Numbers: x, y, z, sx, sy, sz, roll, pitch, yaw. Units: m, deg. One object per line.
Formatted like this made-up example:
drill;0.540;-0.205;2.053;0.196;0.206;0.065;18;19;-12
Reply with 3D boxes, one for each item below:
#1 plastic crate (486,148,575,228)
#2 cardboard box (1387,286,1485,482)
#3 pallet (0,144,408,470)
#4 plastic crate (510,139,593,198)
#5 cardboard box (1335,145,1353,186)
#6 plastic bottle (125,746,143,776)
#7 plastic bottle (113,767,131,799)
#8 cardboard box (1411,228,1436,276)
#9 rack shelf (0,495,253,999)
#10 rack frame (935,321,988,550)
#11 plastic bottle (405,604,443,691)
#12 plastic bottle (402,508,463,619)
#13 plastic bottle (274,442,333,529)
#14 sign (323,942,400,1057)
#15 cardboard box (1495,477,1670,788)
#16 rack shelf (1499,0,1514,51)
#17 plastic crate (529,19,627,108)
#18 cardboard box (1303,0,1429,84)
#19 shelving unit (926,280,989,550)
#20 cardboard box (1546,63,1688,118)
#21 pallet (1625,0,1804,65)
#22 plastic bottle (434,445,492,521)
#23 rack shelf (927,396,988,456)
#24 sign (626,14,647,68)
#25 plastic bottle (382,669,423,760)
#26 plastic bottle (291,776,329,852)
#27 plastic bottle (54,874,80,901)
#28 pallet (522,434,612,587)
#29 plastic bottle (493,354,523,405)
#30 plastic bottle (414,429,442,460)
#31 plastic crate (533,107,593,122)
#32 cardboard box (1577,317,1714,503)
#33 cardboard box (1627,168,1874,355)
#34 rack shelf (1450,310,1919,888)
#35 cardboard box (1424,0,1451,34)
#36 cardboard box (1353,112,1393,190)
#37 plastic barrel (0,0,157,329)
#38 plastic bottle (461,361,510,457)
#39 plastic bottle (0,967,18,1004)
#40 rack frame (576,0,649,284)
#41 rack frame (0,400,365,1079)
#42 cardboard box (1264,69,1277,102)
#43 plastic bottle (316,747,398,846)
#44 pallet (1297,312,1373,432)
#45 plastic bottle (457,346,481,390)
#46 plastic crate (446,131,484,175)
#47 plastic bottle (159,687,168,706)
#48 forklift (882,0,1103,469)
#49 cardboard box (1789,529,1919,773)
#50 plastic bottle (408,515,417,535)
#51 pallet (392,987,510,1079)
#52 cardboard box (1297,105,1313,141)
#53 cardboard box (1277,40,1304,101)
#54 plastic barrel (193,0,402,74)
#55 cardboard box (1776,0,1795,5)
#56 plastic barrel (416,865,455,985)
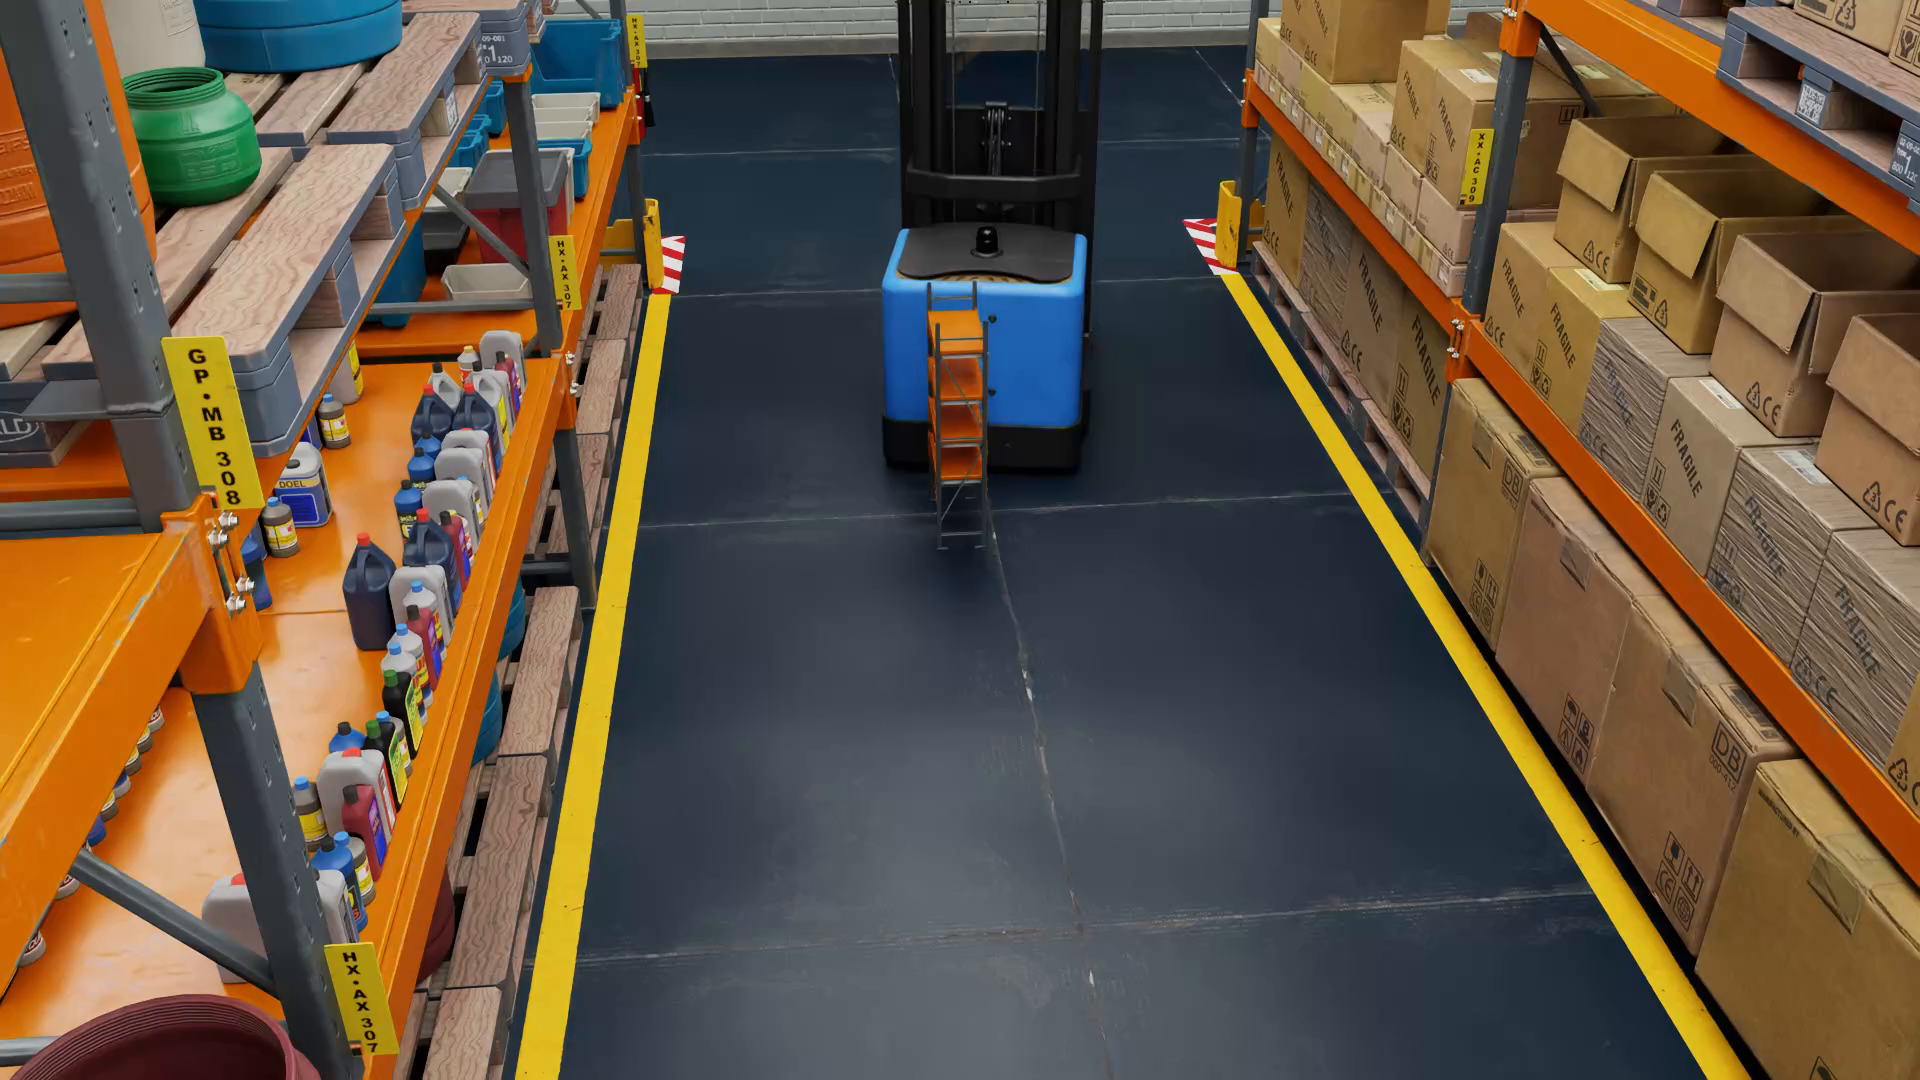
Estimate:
plastic crate;-2.148;-1.728;8.275;0.437;0.282;0.530;-3;31;-5
cardboard box;2.760;-0.811;8.345;0.875;0.875;0.875;-3;31;-5
pallet;-1.789;-0.524;3.462;1.003;0.211;1.213;-3;31;-5
plastic crate;-2.116;-1.925;8.652;0.416;0.233;0.300;-3;31;-5
cardboard box;2.245;-2.020;8.952;0.380;0.149;0.250;-2;31;-4
plastic bottle;-2.337;0.551;4.597;0.097;0.201;0.097;0;31;0
plastic bottle;-2.328;0.570;4.496;0.097;0.271;0.097;0;31;0
cardboard box;2.363;-1.366;7.856;0.380;0.149;0.250;-2;31;-4
rack shelf;-1.628;1.120;1.227;1.077;0.370;4.000;-3;31;-5
rack frame;0.007;-0.475;7.875;0.240;1.200;0.015;-3;31;-5
plastic bottle;-1.596;0.299;4.938;0.061;0.283;0.133;-3;31;-5
plastic bottle;-1.674;0.072;5.252;0.144;0.351;0.185;-3;31;-5
plastic bottle;-2.287;-0.191;5.766;0.152;0.276;0.135;-3;31;-5
sign;-1.268;0.978;3.529;0.100;0.325;0.005;-3;31;-5
cardboard box;2.906;0.312;6.465;1.225;0.875;0.875;-4;31;-6
rack shelf;2.555;-3.202;8.462;1.077;0.370;4.000;-3;31;-5
plastic crate;-2.345;-2.886;10.063;0.616;0.435;0.499;-3;31;-5
cardboard box;2.246;-2.852;9.224;0.500;0.500;0.500;-4;31;-6
shelving unit;-0.015;-0.600;8.084;0.258;1.200;0.503;-3;31;-5
cardboard box;2.952;-1.844;7.537;0.500;0.500;0.500;-3;31;-5
pallet;2.877;-1.942;5.837;0.805;0.209;1.217;-4;31;-7
plastic bottle;-1.737;-0.213;5.802;0.152;0.276;0.135;-3;31;-5
rack shelf;-0.015;-0.542;8.118;0.258;0.148;0.480;-3;31;-5
sign;-2.017;-3.112;10.375;0.100;0.325;0.005;-3;31;-5
plastic bottle;-1.566;0.467;4.657;0.061;0.283;0.133;-3;31;-5
plastic bottle;-1.700;0.706;4.337;0.097;0.201;0.097;0;31;0
plastic bottle;-2.292;0.799;4.181;0.097;0.201;0.097;0;31;0
pallet;-2.296;-0.141;8.280;1.003;0.211;1.213;-3;31;-5
plastic bottle;-1.792;-0.636;6.583;0.097;0.201;0.097;0;31;0
plastic bottle;-1.872;-0.264;5.893;0.097;0.271;0.097;0;31;0
plastic crate;-2.294;-2.363;9.480;0.396;0.136;0.243;-3;31;-5
cardboard box;2.631;-0.486;6.041;0.500;0.500;0.500;-3;31;-6
cardboard box;2.863;-0.999;5.921;0.797;0.503;0.637;-2;31;-4
rack shelf;2.929;0.128;5.812;1.077;0.370;4.000;-3;31;-5
cardboard box;2.676;-3.393;10.131;0.500;0.500;0.500;-2;31;-4
cardboard box;2.341;-2.003;8.534;0.500;0.250;0.500;-2;31;-4
plastic barrel;-1.865;-0.865;3.019;0.600;0.830;0.708;-3;31;-5
plastic bottle;-1.777;-0.490;6.193;0.144;0.351;0.185;-3;31;-5
plastic bottle;-2.278;0.942;3.862;0.061;0.283;0.133;-3;31;-5
rack frame;-2.563;-3.007;10.359;1.000;3.000;0.127;-3;31;-5
rack frame;-1.815;1.078;3.521;1.000;3.000;0.127;-3;31;-5
cardboard box;2.099;-2.808;10.272;0.380;0.149;0.250;-3;31;-5
plastic bottle;-1.577;0.658;4.344;0.152;0.276;0.135;-3;31;-5
pallet;2.632;-1.021;9.754;1.003;0.211;1.213;-3;31;-5
plastic bottle;-1.953;-0.678;6.654;0.097;0.201;0.097;0;31;0
plastic crate;-2.716;-1.993;8.767;0.416;0.233;0.300;-3;31;-5
plastic bottle;-2.385;0.358;4.839;0.061;0.283;0.133;-3;31;-5
forklift;0.236;-2.364;9.349;1.130;2.935;3.031;3;31;4
cardboard box;2.782;0.302;4.721;0.500;0.500;0.500;-3;31;-5
plastic bottle;-1.725;0.036;5.390;0.097;0.271;0.097;0;31;0
pallet;-1.930;1.874;4.906;1.003;0.211;1.213;-3;31;-5
cardboard box;2.171;-2.415;9.613;0.380;0.149;0.250;-3;31;-6
cardboard box;2.200;-2.784;9.843;0.500;0.250;0.500;-3;31;-5
plastic barrel;-1.877;-1.784;4.488;0.600;0.901;0.708;-3;31;-5
cardboard box;2.732;-1.795;5.240;0.380;0.149;0.250;-4;31;-7
plastic barrel;-1.983;1.107;5.414;0.600;0.588;0.708;-3;31;-5
